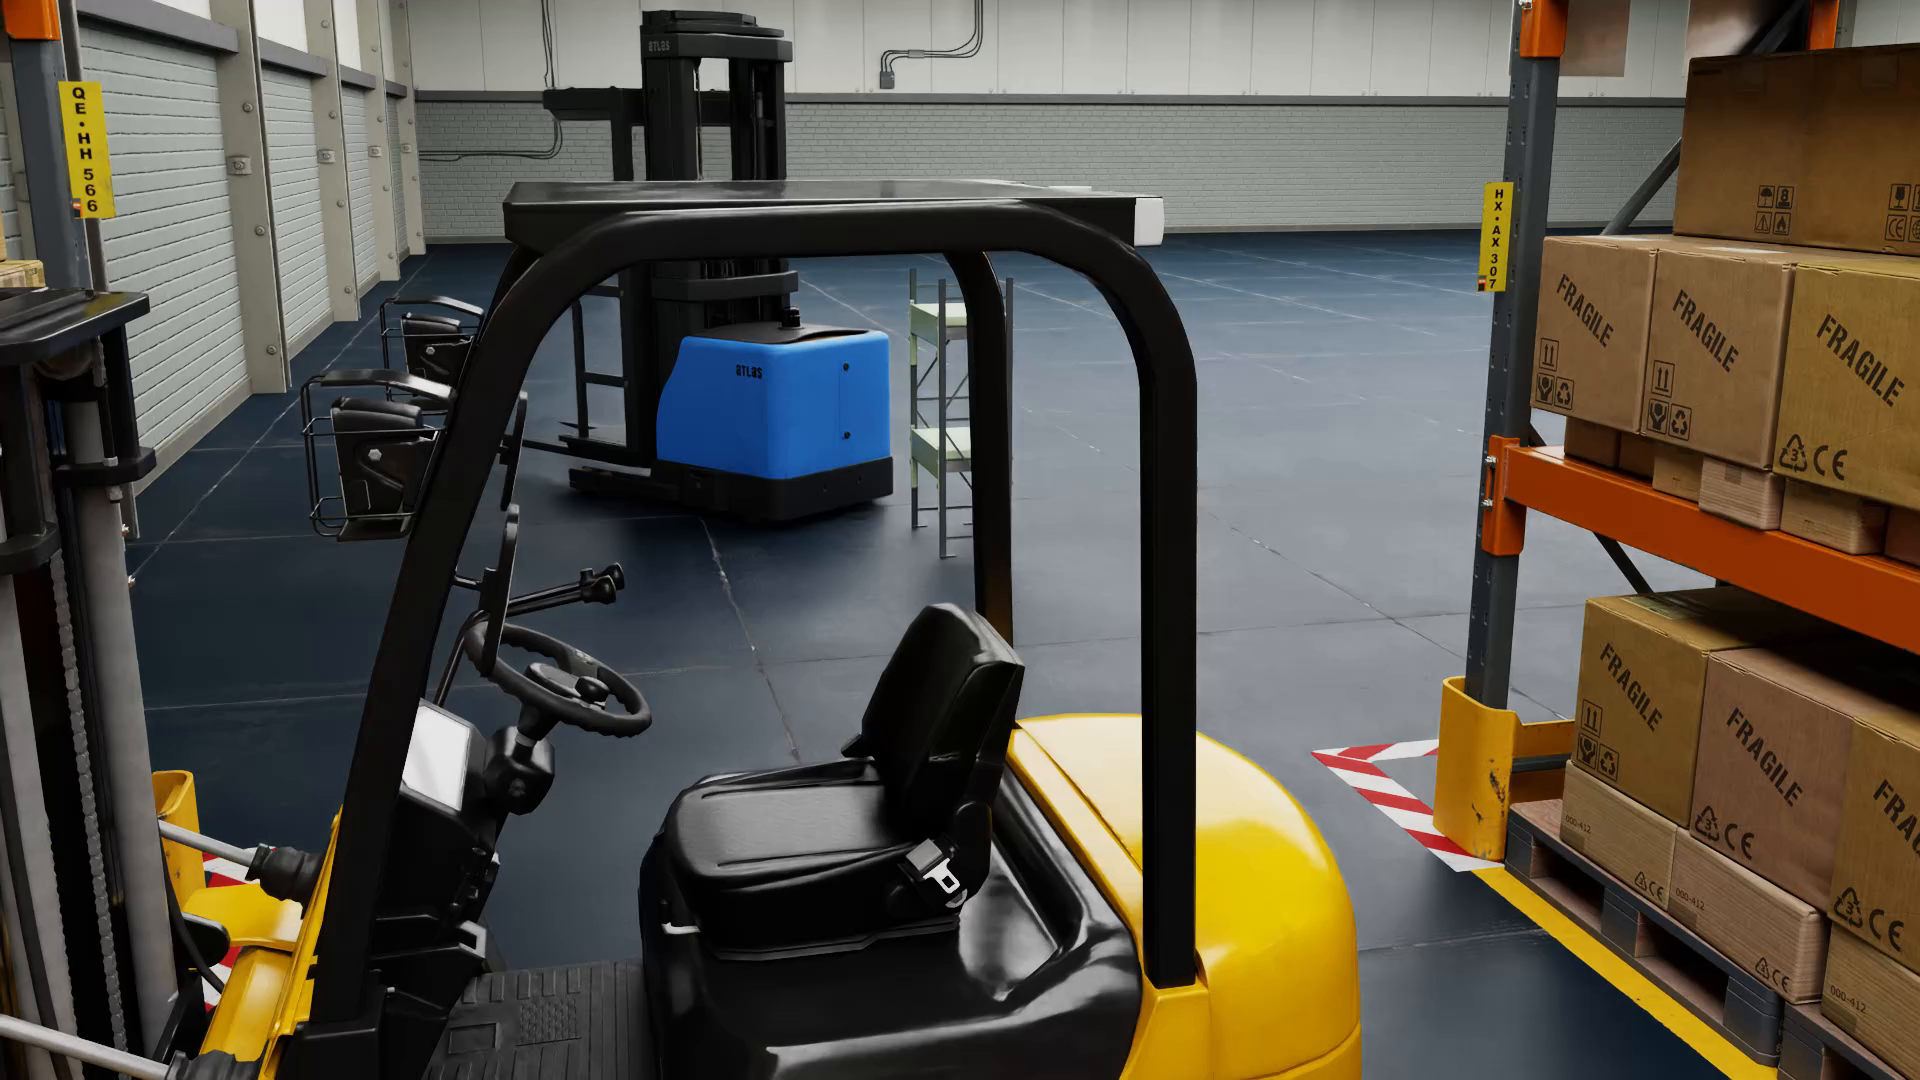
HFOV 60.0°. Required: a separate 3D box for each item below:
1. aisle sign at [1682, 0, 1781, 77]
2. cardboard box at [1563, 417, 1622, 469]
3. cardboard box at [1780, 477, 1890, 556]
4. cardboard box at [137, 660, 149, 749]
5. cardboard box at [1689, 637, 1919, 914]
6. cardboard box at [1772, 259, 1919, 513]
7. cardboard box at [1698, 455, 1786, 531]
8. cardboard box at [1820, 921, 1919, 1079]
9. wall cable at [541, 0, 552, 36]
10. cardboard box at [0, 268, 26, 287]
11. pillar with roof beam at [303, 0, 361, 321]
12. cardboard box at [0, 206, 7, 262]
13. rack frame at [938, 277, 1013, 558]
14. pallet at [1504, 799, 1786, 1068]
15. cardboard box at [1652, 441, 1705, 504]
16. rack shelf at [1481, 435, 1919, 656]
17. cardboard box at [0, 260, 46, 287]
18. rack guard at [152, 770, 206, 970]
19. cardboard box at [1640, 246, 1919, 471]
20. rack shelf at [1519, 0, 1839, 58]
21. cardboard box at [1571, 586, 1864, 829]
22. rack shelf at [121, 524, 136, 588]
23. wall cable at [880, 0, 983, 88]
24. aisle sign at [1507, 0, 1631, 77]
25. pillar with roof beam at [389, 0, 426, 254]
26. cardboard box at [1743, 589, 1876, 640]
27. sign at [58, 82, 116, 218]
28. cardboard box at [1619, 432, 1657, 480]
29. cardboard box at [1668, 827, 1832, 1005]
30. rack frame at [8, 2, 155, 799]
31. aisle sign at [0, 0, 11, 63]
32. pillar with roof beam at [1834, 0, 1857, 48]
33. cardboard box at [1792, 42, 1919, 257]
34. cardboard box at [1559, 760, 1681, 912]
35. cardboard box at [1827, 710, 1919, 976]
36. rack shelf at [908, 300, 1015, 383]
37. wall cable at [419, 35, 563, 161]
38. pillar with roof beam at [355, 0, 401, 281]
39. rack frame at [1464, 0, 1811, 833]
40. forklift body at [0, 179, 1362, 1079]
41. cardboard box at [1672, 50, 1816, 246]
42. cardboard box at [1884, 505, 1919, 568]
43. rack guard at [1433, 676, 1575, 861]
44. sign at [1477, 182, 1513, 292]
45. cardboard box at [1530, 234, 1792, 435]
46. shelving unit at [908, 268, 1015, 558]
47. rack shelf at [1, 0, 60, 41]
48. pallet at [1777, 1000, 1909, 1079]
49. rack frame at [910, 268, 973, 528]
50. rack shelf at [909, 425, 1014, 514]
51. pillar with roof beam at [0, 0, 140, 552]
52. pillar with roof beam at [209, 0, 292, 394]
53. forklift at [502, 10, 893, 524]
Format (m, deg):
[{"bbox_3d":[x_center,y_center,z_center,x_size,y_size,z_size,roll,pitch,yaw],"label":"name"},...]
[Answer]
[{"bbox_3d":[2.419,-1.821,5.081,0.394,0.787,0.004,-3,14,-13],"label":"aisle sign"},{"bbox_3d":[2.031,-0.315,4.927,0.380,0.149,0.250,-3,14,-13],"label":"cardboard box"},{"bbox_3d":[2.196,-0.073,3.936,0.380,0.149,0.250,-3,14,-12],"label":"cardboard box"},{"bbox_3d":[-2.261,0.485,3.923,0.500,0.250,0.500,-3,14,-11],"label":"cardboard box"},{"bbox_3d":[2.206,0.568,4.112,0.500,0.500,0.500,-4,14,-15],"label":"cardboard box"},{"bbox_3d":[2.239,-0.359,3.738,0.500,0.500,0.500,-4,14,-14],"label":"cardboard box"},{"bbox_3d":[2.102,-0.131,4.172,0.380,0.149,0.250,-3,14,-12],"label":"cardboard box"},{"bbox_3d":[2.326,1.049,3.720,0.500,0.250,0.500,-2,14,-9],"label":"cardboard box"},{"bbox_3d":[-7.207,-11.723,34.351,3.097,2.526,0.112,-3,14,-13],"label":"wall cable"},{"bbox_3d":[-2.229,-0.492,3.542,0.380,0.149,0.250,-3,14,-12],"label":"cardboard box"},{"bbox_3d":[-3.427,-7.346,20.532,9.100,9.000,0.400,-3,14,-13],"label":"pillar with roof beam"},{"bbox_3d":[-2.383,-0.687,3.714,0.380,0.149,0.250,-3,14,-13],"label":"cardboard box"},{"bbox_3d":[0.084,-0.646,8.910,0.400,1.500,0.023,-3,14,-13],"label":"rack frame"},{"bbox_3d":[2.326,1.034,4.749,1.003,0.211,1.213,-3,14,-13],"label":"pallet"},{"bbox_3d":[2.087,-0.192,4.422,0.380,0.149,0.250,-4,14,-15],"label":"cardboard box"},{"bbox_3d":[2.622,0.284,3.462,1.077,0.370,4.000,-3,14,-13],"label":"rack shelf"},{"bbox_3d":[-2.318,-0.549,3.776,0.380,0.149,0.250,-3,14,-12],"label":"cardboard box"},{"bbox_3d":[-2.678,0.959,4.448,1.175,0.500,0.348,-3,14,-13],"label":"rack guard"},{"bbox_3d":[2.118,-0.476,4.219,0.500,0.500,0.500,-3,14,-11],"label":"cardboard box"},{"bbox_3d":[2.622,-1.174,3.106,1.077,0.370,4.000,-3,14,-13],"label":"rack shelf"},{"bbox_3d":[2.079,0.447,4.605,0.500,0.500,0.500,-4,14,-15],"label":"cardboard box"},{"bbox_3d":[-2.202,0.561,2.326,1.077,0.370,4.000,-3,14,-13],"label":"rack shelf"},{"bbox_3d":[-0.605,-12.805,35.712,2.305,6.003,0.169,-3,14,-13],"label":"wall cable"},{"bbox_3d":[1.836,-1.787,4.944,0.394,0.787,0.004,-3,14,-13],"label":"aisle sign"},{"bbox_3d":[-6.246,-10.114,31.864,9.100,9.000,0.400,-3,14,-13],"label":"pillar with roof beam"},{"bbox_3d":[2.594,0.411,4.755,0.500,0.500,0.500,-3,14,-13],"label":"cardboard box"},{"bbox_3d":[-2.141,-0.954,4.074,0.100,0.325,0.005,-3,14,-13],"label":"sign"},{"bbox_3d":[2.104,-0.258,4.691,0.380,0.149,0.250,-3,14,-12],"label":"cardboard box"},{"bbox_3d":[2.185,0.924,4.233,0.500,0.250,0.500,-3,14,-11],"label":"cardboard box"},{"bbox_3d":[-2.672,-0.250,4.129,1.000,3.000,0.127,-3,14,-13],"label":"rack frame"},{"bbox_3d":[-2.402,-1.544,3.949,0.394,0.787,0.004,-3,14,-13],"label":"aisle sign"},{"bbox_3d":[16.004,-11.390,37.086,9.100,9.000,0.400,-3,14,-13],"label":"pillar with roof beam"},{"bbox_3d":[2.596,-0.983,4.187,0.700,0.500,0.500,-3,14,-13],"label":"cardboard box"},{"bbox_3d":[2.073,0.806,4.716,0.500,0.250,0.500,-3,14,-14],"label":"cardboard box"},{"bbox_3d":[2.316,0.684,3.637,0.500,0.500,0.500,-3,14,-12],"label":"cardboard box"},{"bbox_3d":[-0.002,-1.109,9.163,0.431,0.370,0.720,-3,14,-13],"label":"rack shelf"},{"bbox_3d":[-9.837,-9.119,34.333,3.097,2.526,0.112,-3,14,-13],"label":"wall cable"},{"bbox_3d":[-4.836,-8.730,26.198,9.100,9.000,0.400,-3,14,-13],"label":"pillar with roof beam"},{"bbox_3d":[2.152,-0.527,5.265,1.000,3.000,0.127,-3,14,-13],"label":"rack frame"},{"bbox_3d":[-0.453,0.498,2.855,2.313,2.155,1.214,-3,14,-13],"label":"forklift body"},{"bbox_3d":[2.484,-1.100,4.666,0.700,0.500,0.500,-4,14,-15],"label":"cardboard box"},{"bbox_3d":[2.316,-0.016,3.700,0.380,0.149,0.250,-3,14,-11],"label":"cardboard box"},{"bbox_3d":[2.170,0.705,5.490,1.175,0.500,0.348,-3,14,-13],"label":"rack guard"},{"bbox_3d":[1.625,-0.917,5.038,0.100,0.325,0.005,-3,14,-13],"label":"sign"},{"bbox_3d":[1.994,-0.596,4.707,0.500,0.500,0.500,-4,14,-14],"label":"cardboard box"},{"bbox_3d":[-0.002,-0.730,9.255,0.431,1.500,0.755,-3,14,-13],"label":"shelving unit"},{"bbox_3d":[-2.202,-0.896,1.970,1.077,0.370,4.000,-3,14,-13],"label":"rack shelf"},{"bbox_3d":[2.609,1.315,3.599,1.003,0.211,1.213,-3,14,-13],"label":"pallet"},{"bbox_3d":[-0.088,-0.815,9.601,0.400,1.500,0.023,-3,14,-13],"label":"rack frame"},{"bbox_3d":[-0.002,-0.413,9.333,0.431,0.370,0.720,-3,14,-13],"label":"rack shelf"},{"bbox_3d":[-0.609,-4.577,9.201,9.100,9.000,0.400,-3,14,-13],"label":"pillar with roof beam"},{"bbox_3d":[-2.018,-5.961,14.867,9.100,9.000,0.400,-3,14,-13],"label":"pillar with roof beam"},{"bbox_3d":[-1.875,-1.778,10.530,3.031,2.935,1.130,11,17,38],"label":"forklift"}]
